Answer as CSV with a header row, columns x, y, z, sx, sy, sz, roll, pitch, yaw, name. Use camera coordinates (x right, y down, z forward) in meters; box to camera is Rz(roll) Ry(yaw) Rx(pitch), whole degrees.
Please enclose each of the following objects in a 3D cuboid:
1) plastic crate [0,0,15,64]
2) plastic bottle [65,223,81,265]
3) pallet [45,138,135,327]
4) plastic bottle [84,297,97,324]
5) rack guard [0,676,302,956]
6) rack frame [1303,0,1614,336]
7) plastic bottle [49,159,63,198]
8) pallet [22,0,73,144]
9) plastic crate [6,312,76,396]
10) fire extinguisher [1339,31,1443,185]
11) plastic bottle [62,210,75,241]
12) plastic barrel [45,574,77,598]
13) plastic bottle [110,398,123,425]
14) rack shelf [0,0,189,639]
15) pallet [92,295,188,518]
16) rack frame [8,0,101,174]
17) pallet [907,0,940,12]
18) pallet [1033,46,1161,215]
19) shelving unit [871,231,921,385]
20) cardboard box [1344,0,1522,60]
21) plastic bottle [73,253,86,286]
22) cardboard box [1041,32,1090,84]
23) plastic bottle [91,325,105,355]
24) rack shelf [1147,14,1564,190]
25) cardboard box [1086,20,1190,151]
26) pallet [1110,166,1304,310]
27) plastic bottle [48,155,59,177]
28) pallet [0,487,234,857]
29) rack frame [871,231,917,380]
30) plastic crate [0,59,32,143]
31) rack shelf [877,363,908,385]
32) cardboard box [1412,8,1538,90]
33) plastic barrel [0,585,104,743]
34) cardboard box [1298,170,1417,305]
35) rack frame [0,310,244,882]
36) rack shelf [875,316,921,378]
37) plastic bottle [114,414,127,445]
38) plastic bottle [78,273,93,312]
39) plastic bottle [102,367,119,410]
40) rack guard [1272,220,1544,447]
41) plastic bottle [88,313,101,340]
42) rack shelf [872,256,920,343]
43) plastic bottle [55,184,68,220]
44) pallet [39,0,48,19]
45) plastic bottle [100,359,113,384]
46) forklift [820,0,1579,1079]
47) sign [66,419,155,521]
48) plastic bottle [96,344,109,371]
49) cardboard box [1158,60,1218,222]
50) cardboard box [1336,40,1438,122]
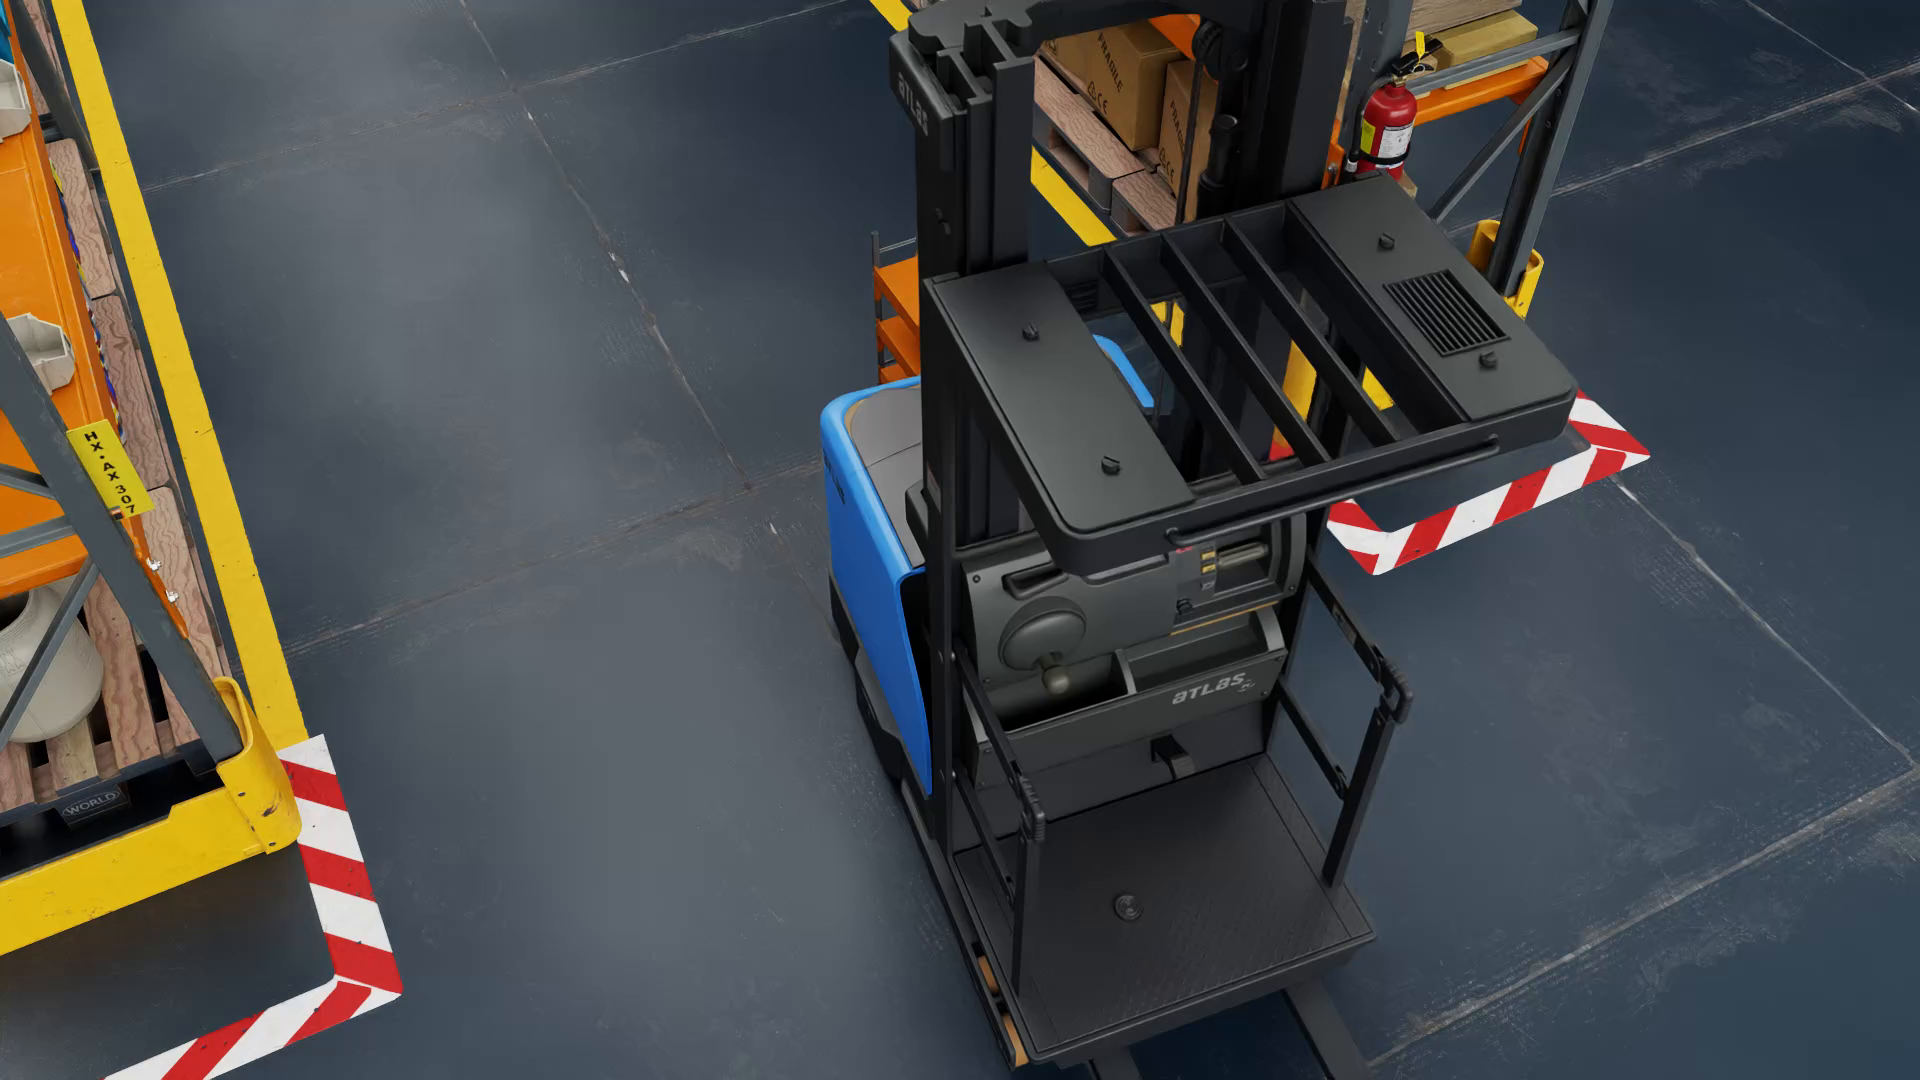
x,y,z,sx,sy,sz,roll,pitch,yaw,name
-3.729,-1.878,5.998,0.499,0.251,0.616,-21,52,-18,plastic crate
-3.727,-1.270,6.880,0.061,0.283,0.133,-18,51,-15,plastic bottle
-4.207,-1.192,7.152,1.003,0.211,1.213,-21,52,-18,pallet
-3.541,-0.941,6.647,0.097,0.201,0.097,0,49,0,plastic bottle
-2.724,0.891,5.138,1.175,0.500,0.348,-21,52,-18,rack guard
1.757,-1.603,5.659,1.000,3.000,0.127,-21,52,-18,rack frame
-3.964,-1.616,7.183,0.061,0.283,0.133,-19,51,-16,plastic bottle
-4.871,-2.168,8.006,1.003,0.211,1.213,-21,52,-18,pallet
-2.770,-0.520,4.887,0.298,0.136,0.250,-21,52,-18,plastic crate
1.400,-1.342,5.482,0.296,0.674,0.183,-21,52,-18,fire extinguisher
-3.839,-1.387,6.937,0.144,0.351,0.185,-24,53,-19,plastic bottle
-3.245,0.034,5.601,0.421,0.512,0.421,0,49,0,plastic barrel
-3.247,-0.511,6.271,0.097,0.201,0.097,0,49,0,plastic bottle
-3.562,-0.999,5.609,1.077,0.370,4.000,-21,52,-18,rack shelf
-3.645,-0.375,6.437,1.003,0.211,1.213,-21,52,-18,pallet
-4.477,-2.574,6.509,1.000,3.000,0.127,-21,52,-18,rack frame
0.265,-2.925,8.668,1.003,0.211,1.213,-21,52,-18,pallet
0.828,-2.107,7.953,1.003,0.211,1.213,-21,52,-18,pallet
-0.076,-0.506,5.895,0.258,1.200,0.503,-21,52,-18,shelving unit
1.530,-2.111,5.840,0.875,0.500,0.500,-21,52,-18,cardboard box
-3.691,-1.170,6.748,0.144,0.351,0.185,-21,52,-18,plastic bottle
0.697,-2.545,7.864,0.500,0.500,0.500,-26,54,-21,cardboard box
-3.447,-0.804,6.527,0.097,0.201,0.097,0,49,0,plastic bottle
0.842,-2.705,7.101,1.077,0.370,4.000,-21,52,-18,rack shelf
0.913,-2.156,7.524,0.500,0.500,0.500,-17,51,-14,cardboard box
1.382,-1.292,7.239,1.003,0.211,1.213,-21,52,-18,pallet
-4.034,-1.662,7.278,0.097,0.201,0.097,0,49,0,plastic bottle
-3.091,0.441,5.724,1.003,0.211,1.213,-21,52,-18,pallet
-0.187,-0.669,6.038,0.240,1.200,0.015,-21,52,-18,rack frame
-3.509,-1.488,5.734,0.530,0.136,0.437,-21,52,-18,plastic crate
-0.076,-0.462,5.946,0.258,0.148,0.480,-21,52,-18,rack shelf
1.839,-1.793,5.992,0.380,0.149,0.250,-21,52,-18,cardboard box
-3.016,0.370,5.308,0.421,0.512,0.421,0,49,0,plastic barrel
1.486,-1.342,6.813,0.500,0.500,0.500,-13,50,-11,cardboard box
-2.647,0.103,4.167,1.000,3.000,0.127,-21,52,-18,rack frame
-0.076,-0.609,5.778,0.258,0.148,0.480,-21,52,-18,rack shelf
-3.199,-0.464,6.184,0.097,0.271,0.097,0,49,0,plastic bottle
-3.620,-1.036,6.680,0.152,0.276,0.135,-20,52,-17,plastic bottle
-3.287,-0.626,6.317,0.061,0.283,0.133,-20,52,-17,plastic bottle
1.722,-0.831,6.644,1.175,0.500,0.348,-21,52,-18,rack guard
-3.495,-0.896,6.561,0.097,0.271,0.097,0,49,0,plastic bottle
-0.076,-0.765,5.599,0.258,0.148,0.480,-21,52,-18,rack shelf
-3.926,-1.515,7.050,0.144,0.351,0.185,-22,53,-18,plastic bottle
-5.433,-2.986,8.721,1.003,0.211,1.213,-21,52,-18,pallet
-3.356,-0.694,6.384,0.097,0.271,0.097,0,49,0,plastic bottle
0.537,0.214,4.116,1.130,2.935,3.031,-16,51,-13,forklift
-2.156,-0.175,4.226,0.100,0.325,0.005,-21,52,-18,sign
-3.402,-0.761,6.443,0.097,0.271,0.097,0,49,0,plastic bottle
1.182,-1.730,7.152,0.500,0.500,0.500,-9,49,-8,cardboard box
1.443,-1.640,5.858,0.380,0.149,0.250,-21,52,-18,cardboard box
